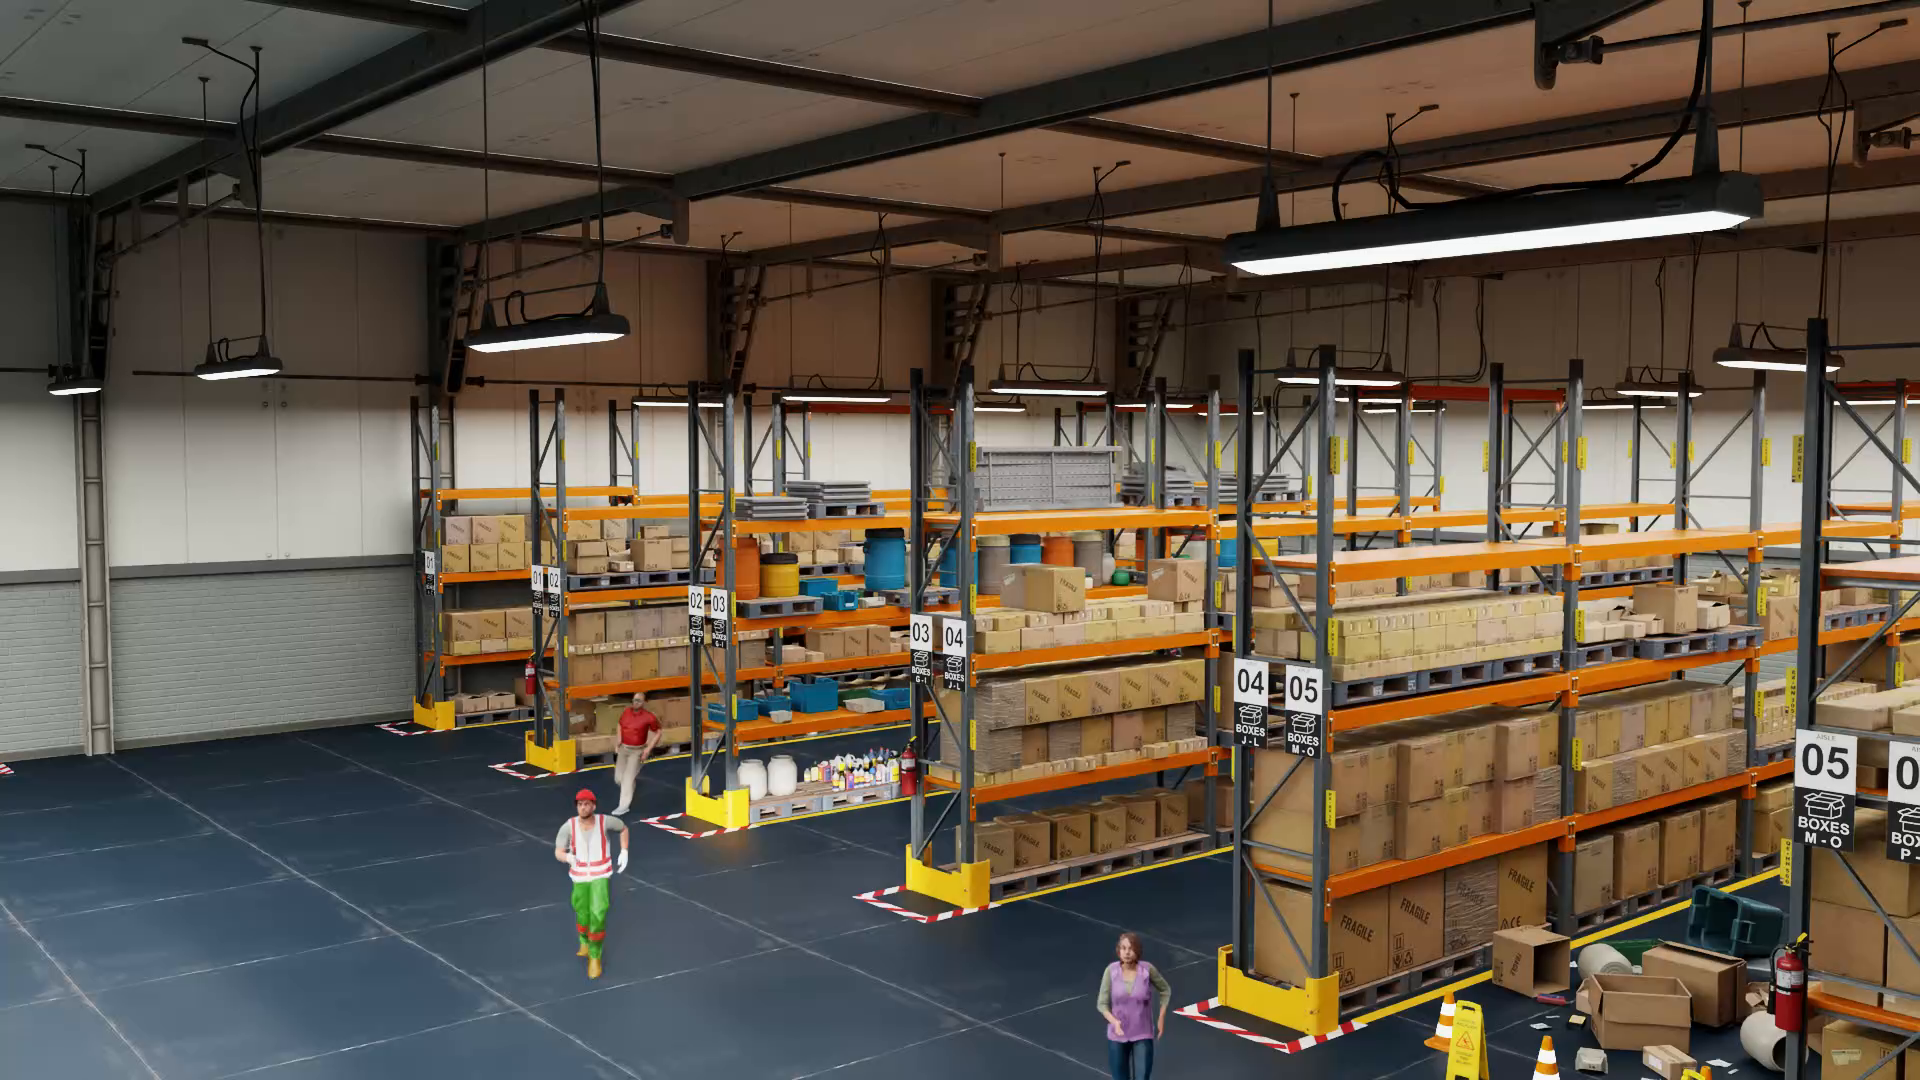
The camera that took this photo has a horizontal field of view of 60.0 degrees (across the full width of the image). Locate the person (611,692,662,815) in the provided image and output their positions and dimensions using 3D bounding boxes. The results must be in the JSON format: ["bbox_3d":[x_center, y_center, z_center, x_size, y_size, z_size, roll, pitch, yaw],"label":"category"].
[{"bbox_3d":[-4.509,2.957,23.228,0.736,1.682,0.716,1,4,19],"label":"person"}]

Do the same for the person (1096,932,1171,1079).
[{"bbox_3d":[1.259,3.661,12.171,0.528,1.568,0.587,1,3,12],"label":"person"}]

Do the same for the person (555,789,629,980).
[{"bbox_3d":[-3.587,3.314,16.207,0.671,1.816,0.903,0,3,-3],"label":"person"}]
